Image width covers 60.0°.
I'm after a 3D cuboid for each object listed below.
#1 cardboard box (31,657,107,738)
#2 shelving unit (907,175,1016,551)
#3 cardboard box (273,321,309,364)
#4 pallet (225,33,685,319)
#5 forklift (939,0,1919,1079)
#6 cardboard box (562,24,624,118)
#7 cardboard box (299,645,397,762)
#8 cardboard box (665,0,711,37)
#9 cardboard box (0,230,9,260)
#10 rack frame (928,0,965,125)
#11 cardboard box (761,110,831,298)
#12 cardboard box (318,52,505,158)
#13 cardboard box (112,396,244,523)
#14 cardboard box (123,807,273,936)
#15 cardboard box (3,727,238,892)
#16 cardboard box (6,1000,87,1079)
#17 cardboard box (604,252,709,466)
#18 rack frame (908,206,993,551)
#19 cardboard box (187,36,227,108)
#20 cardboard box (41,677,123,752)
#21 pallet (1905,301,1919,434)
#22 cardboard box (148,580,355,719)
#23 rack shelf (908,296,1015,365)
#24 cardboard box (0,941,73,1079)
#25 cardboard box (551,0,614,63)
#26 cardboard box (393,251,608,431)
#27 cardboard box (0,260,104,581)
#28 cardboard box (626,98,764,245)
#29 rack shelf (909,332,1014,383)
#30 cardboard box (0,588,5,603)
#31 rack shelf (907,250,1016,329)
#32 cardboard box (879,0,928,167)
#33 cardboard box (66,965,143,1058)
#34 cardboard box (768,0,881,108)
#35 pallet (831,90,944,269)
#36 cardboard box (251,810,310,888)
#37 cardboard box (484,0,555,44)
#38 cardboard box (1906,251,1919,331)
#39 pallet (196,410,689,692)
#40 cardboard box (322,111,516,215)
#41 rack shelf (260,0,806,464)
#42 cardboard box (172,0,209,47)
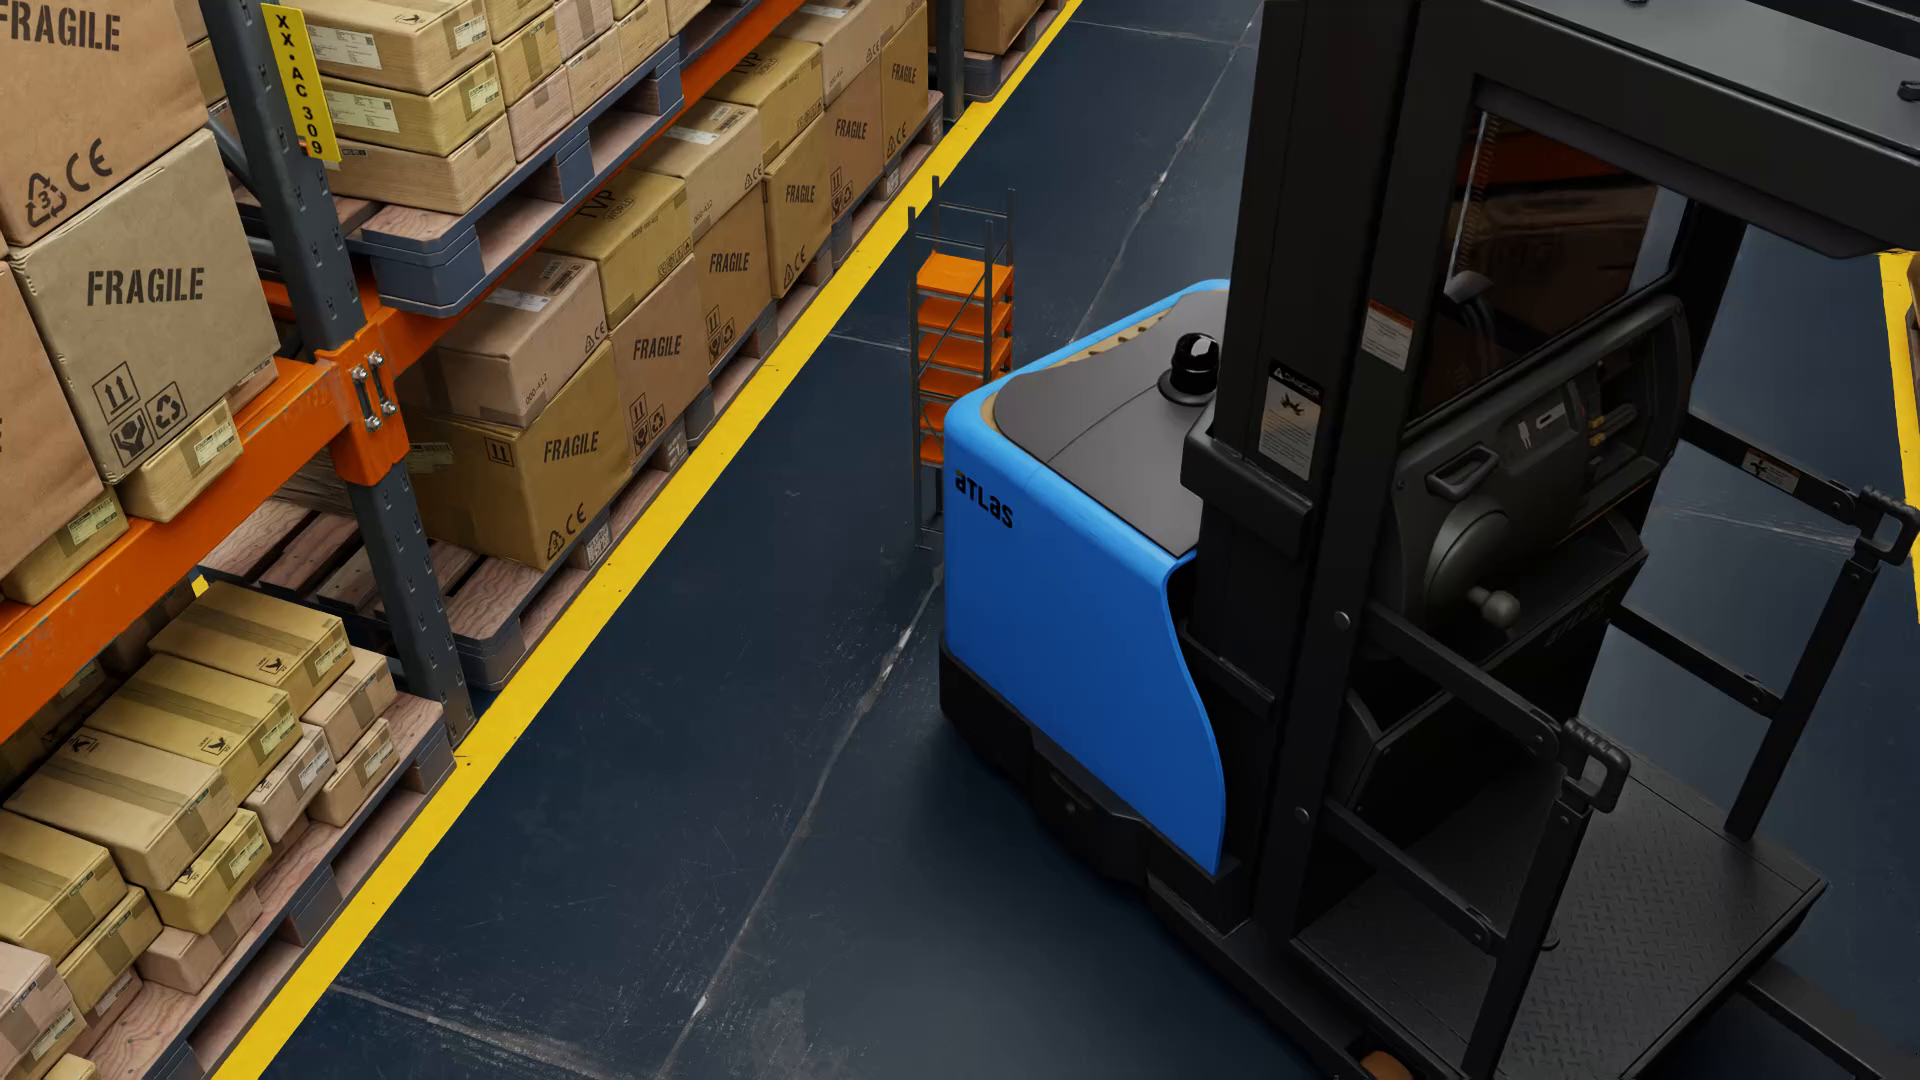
[{"bbox_3d":[-2.301,0.315,3.984,0.380,0.149,0.250,15,43,17],"label":"cardboard box"},{"bbox_3d":[0.005,-0.465,4.871,0.258,1.200,0.189,13,42,15],"label":"shelving unit"},{"bbox_3d":[-1.822,-0.707,4.792,0.500,0.250,0.500,12,42,14],"label":"cardboard box"},{"bbox_3d":[-1.441,-1.063,4.333,1.003,0.211,1.213,13,42,15],"label":"pallet"},{"bbox_3d":[1.270,-0.083,3.090,1.130,2.935,3.031,-28,48,-29],"label":"forklift"},{"bbox_3d":[-1.094,-1.227,4.247,0.380,0.149,0.250,14,42,15],"label":"cardboard box"},{"bbox_3d":[-1.648,0.372,4.147,0.380,0.149,0.250,14,42,16],"label":"cardboard box"},{"bbox_3d":[-0.920,-1.535,4.608,0.380,0.149,0.250,12,42,13],"label":"cardboard box"},{"bbox_3d":[-1.917,-0.571,2.531,0.500,0.500,0.500,12,42,14],"label":"cardboard box"},{"bbox_3d":[-0.471,-3.142,6.622,1.000,3.000,0.127,13,42,15],"label":"rack frame"},{"bbox_3d":[-0.797,-1.250,6.006,0.500,0.500,0.500,11,42,13],"label":"cardboard box"},{"bbox_3d":[-1.272,-1.018,3.773,0.380,0.149,0.250,14,42,16],"label":"cardboard box"},{"bbox_3d":[-1.702,-0.200,3.366,0.380,0.149,0.250,12,42,14],"label":"cardboard box"},{"bbox_3d":[-1.804,0.707,3.754,0.380,0.149,0.250,12,42,14],"label":"cardboard box"},{"bbox_3d":[-1.845,0.589,3.663,0.380,0.149,0.250,13,42,15],"label":"cardboard box"},{"bbox_3d":[-2.051,0.998,3.413,0.380,0.149,0.250,14,43,16],"label":"cardboard box"},{"bbox_3d":[-1.158,-0.626,5.275,0.500,0.500,0.500,15,43,17],"label":"cardboard box"},{"bbox_3d":[-0.026,-0.409,4.806,0.240,1.200,0.006,13,42,15],"label":"rack frame"},{"bbox_3d":[-1.889,-1.166,3.947,0.380,0.149,0.250,15,43,16],"label":"cardboard box"},{"bbox_3d":[-2.266,0.433,4.075,0.380,0.149,0.250,14,42,15],"label":"cardboard box"},{"bbox_3d":[3.815,-0.455,5.620,1.003,0.211,1.213,13,42,15],"label":"pallet"},{"bbox_3d":[-1.716,0.271,4.036,0.380,0.149,0.250,14,43,16],"label":"cardboard box"},{"bbox_3d":[0.005,-0.614,4.744,0.258,0.103,0.180,13,42,15],"label":"rack shelf"},{"bbox_3d":[-2.012,0.915,3.281,0.380,0.149,0.250,11,42,13],"label":"cardboard box"},{"bbox_3d":[-1.097,-1.334,4.143,0.380,0.149,0.250,14,42,16],"label":"cardboard box"},{"bbox_3d":[-1.338,-0.589,4.653,0.500,0.250,0.500,12,42,13],"label":"cardboard box"},{"bbox_3d":[-1.918,-0.180,2.843,0.500,0.500,0.500,12,42,14],"label":"cardboard box"},{"bbox_3d":[-0.980,-1.224,5.398,0.500,0.250,0.500,15,43,17],"label":"cardboard box"},{"bbox_3d":[0.005,-0.523,4.822,0.258,0.103,0.180,13,42,15],"label":"rack shelf"},{"bbox_3d":[-2.003,0.092,3.024,0.380,0.149,0.250,12,42,14],"label":"cardboard box"},{"bbox_3d":[0.005,-0.705,4.666,0.258,0.103,0.180,13,42,15],"label":"rack shelf"},{"bbox_3d":[-0.451,-1.892,6.758,0.500,0.500,0.500,13,42,15],"label":"cardboard box"},{"bbox_3d":[-2.054,0.986,3.656,0.380,0.149,0.250,12,42,14],"label":"cardboard box"},{"bbox_3d":[-0.621,-1.851,6.133,0.500,0.250,0.500,14,42,16],"label":"cardboard box"},{"bbox_3d":[-0.740,-1.605,6.969,1.003,0.211,1.213,13,42,15],"label":"pallet"},{"bbox_3d":[-1.820,0.677,4.018,0.380,0.149,0.250,14,43,16],"label":"cardboard box"},{"bbox_3d":[-1.183,-1.303,3.877,0.380,0.149,0.250,14,43,16],"label":"cardboard box"},{"bbox_3d":[3.900,-0.915,5.325,1.225,0.875,0.875,11,42,13],"label":"cardboard box"},{"bbox_3d":[-1.574,-0.117,5.224,1.003,0.211,1.213,13,42,15],"label":"pallet"},{"bbox_3d":[-1.272,-0.905,3.870,0.380,0.149,0.250,11,42,13],"label":"cardboard box"},{"bbox_3d":[-1.155,-1.649,5.426,1.077,0.370,4.000,13,42,15],"label":"rack shelf"},{"bbox_3d":[-1.885,-1.281,3.852,0.380,0.149,0.250,15,43,17],"label":"cardboard box"}]
